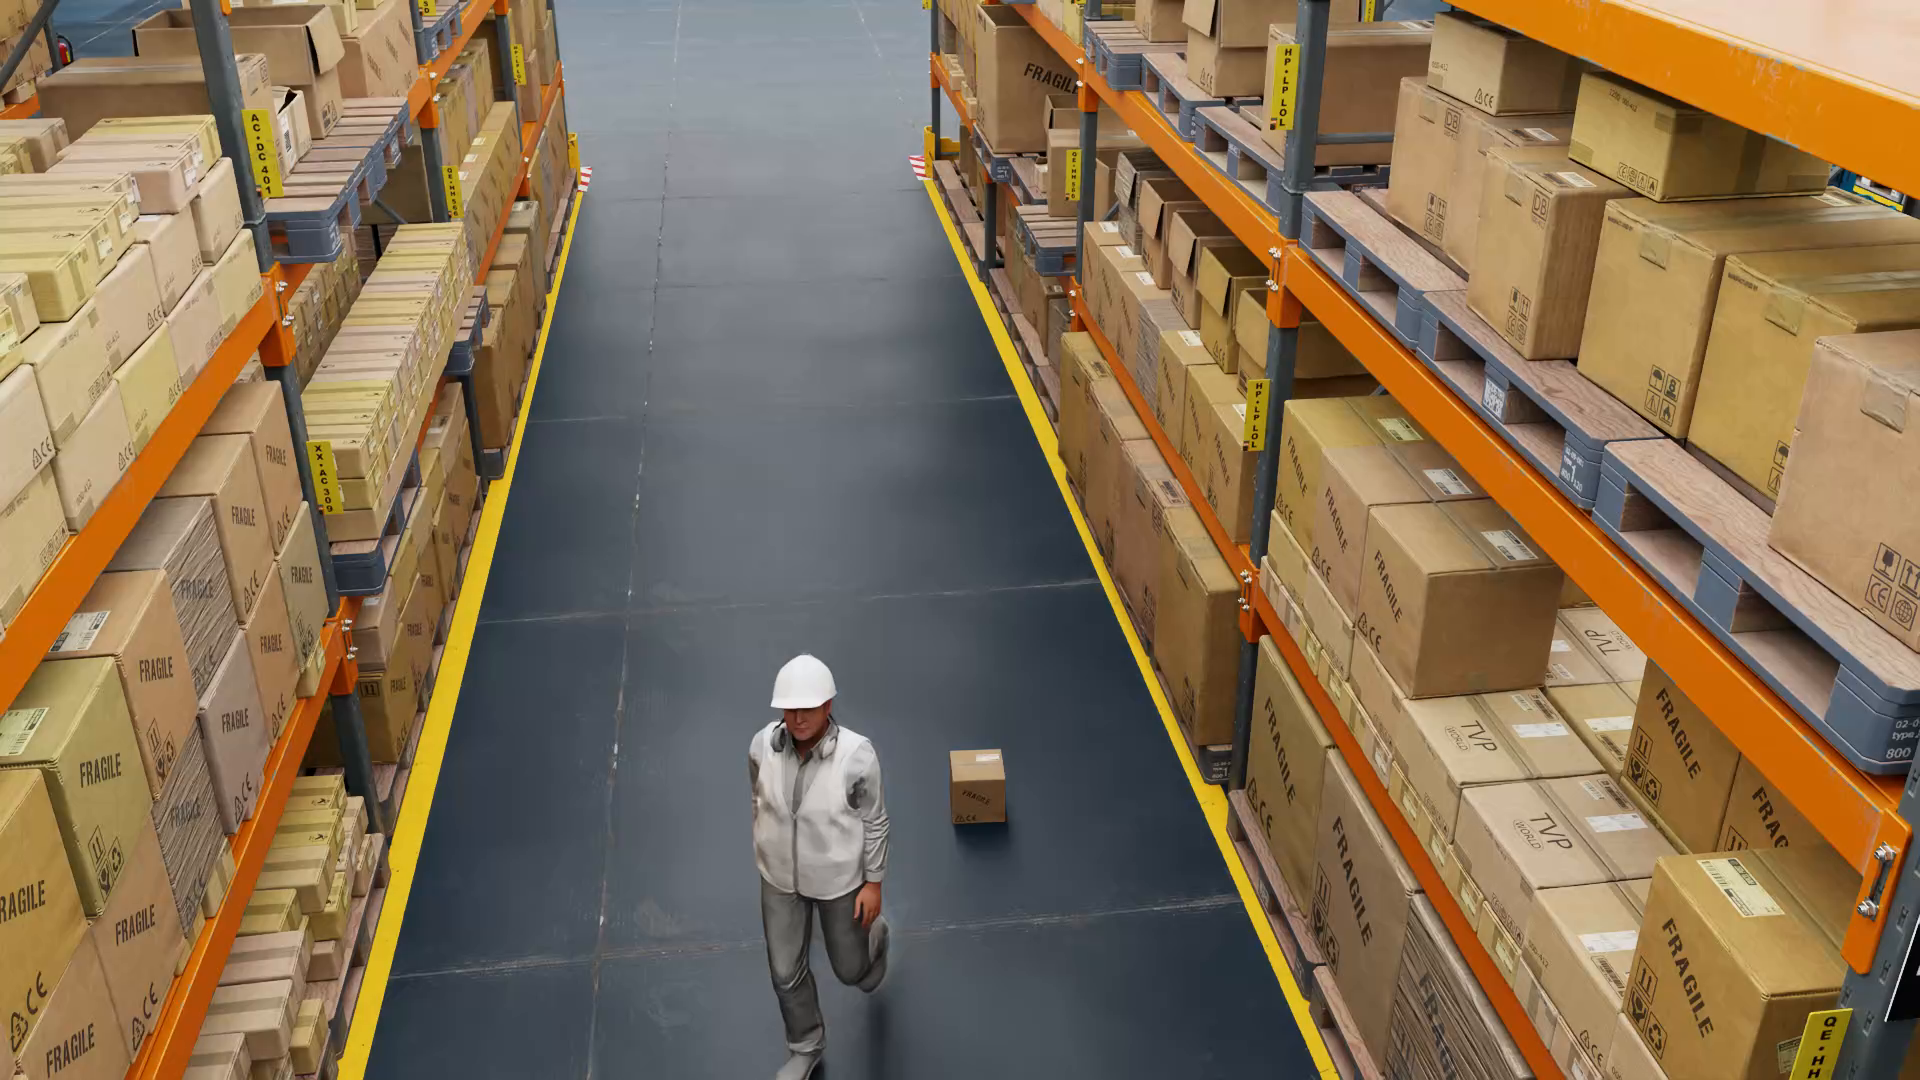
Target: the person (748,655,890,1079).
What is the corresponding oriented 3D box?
[{"bbox_3d":[-0.511,1.191,6.231,0.548,1.750,0.793,7,28,14],"label":"person"}]
